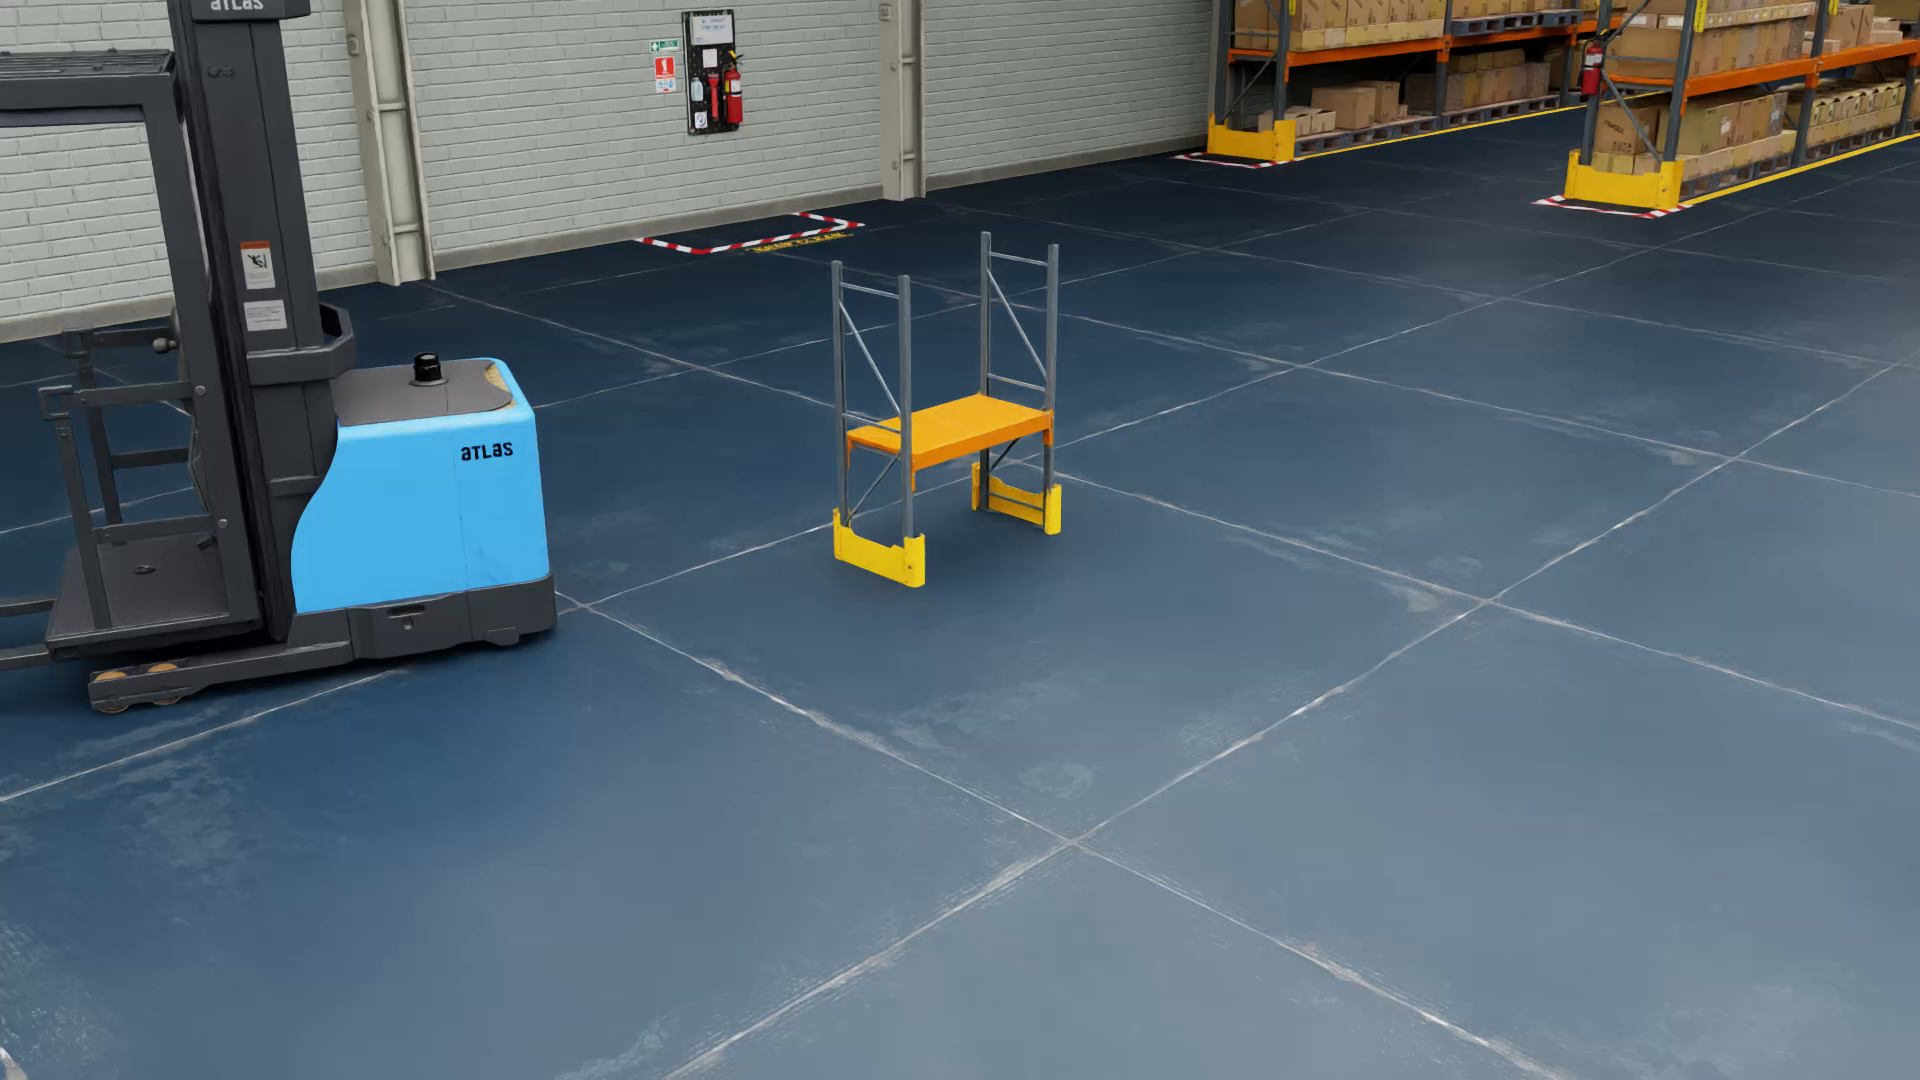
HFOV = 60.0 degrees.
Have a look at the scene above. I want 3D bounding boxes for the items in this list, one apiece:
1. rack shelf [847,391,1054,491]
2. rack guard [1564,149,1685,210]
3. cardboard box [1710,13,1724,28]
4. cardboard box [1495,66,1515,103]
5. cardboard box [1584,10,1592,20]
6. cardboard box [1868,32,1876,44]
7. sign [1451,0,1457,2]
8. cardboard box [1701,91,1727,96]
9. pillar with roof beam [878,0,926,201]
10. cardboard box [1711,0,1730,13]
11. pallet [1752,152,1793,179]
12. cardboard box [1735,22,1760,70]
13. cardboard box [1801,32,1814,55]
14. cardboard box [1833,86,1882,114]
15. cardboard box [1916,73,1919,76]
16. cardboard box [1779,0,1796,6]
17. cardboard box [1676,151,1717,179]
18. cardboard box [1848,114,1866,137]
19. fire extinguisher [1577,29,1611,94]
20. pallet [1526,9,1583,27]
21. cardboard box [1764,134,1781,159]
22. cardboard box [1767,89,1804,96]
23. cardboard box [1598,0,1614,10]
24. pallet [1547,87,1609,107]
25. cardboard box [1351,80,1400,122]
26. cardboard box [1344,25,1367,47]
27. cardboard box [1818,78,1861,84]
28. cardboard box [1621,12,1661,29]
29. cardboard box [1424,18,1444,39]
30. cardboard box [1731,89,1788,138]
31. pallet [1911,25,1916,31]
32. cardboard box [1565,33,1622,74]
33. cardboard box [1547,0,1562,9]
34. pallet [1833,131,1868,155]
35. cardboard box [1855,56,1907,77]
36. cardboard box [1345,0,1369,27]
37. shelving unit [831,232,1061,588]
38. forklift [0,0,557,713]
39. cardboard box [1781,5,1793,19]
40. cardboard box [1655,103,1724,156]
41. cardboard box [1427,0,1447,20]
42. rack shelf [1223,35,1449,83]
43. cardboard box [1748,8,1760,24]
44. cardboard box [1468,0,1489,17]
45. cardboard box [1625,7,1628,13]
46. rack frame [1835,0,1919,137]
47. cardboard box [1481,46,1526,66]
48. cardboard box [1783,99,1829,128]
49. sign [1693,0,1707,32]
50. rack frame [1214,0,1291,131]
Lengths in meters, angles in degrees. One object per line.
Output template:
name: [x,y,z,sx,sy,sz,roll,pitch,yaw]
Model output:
rack shelf: [-0.060,-0.510,8.313,0.538,0.185,1.000,19,28,41]
rack guard: [7.227,-3.938,18.125,1.175,0.500,0.348,19,28,41]
cardboard box: [8.029,-5.640,18.024,0.380,0.149,0.250,19,28,41]
cardboard box: [8.039,-7.009,25.500,0.700,0.500,0.500,19,28,40]
cardboard box: [9.850,-8.388,26.539,0.250,0.149,0.380,-20,29,-41]
cardboard box: [11.975,-6.709,22.198,0.250,0.149,0.380,-18,27,-38]
sign: [6.876,-7.649,23.087,0.100,0.325,0.005,19,28,41]
cardboard box: [8.789,-5.104,19.876,0.500,0.500,0.500,19,28,41]
pillar with roof beam: [2.459,-6.927,14.054,9.100,9.000,0.400,19,28,41]
cardboard box: [7.978,-6.031,18.136,0.700,0.500,0.500,18,28,39]
pallet: [9.449,-4.644,20.363,1.003,0.211,1.213,19,28,41]
cardboard box: [8.656,-5.674,19.015,0.500,0.500,0.700,-19,28,-40]
cardboard box: [10.346,-6.207,20.752,0.500,0.250,0.500,-18,27,-39]
cardboard box: [11.923,-5.882,22.162,0.500,0.311,0.500,19,28,40]
cardboard box: [14.061,-6.516,24.216,0.500,0.500,0.500,19,28,40]
cardboard box: [9.377,-6.546,19.477,0.700,0.500,0.500,19,28,41]
cardboard box: [8.123,-4.236,18.661,0.500,0.250,0.500,19,28,41]
cardboard box: [11.565,-5.489,21.922,0.500,0.250,0.500,-20,28,-41]
fire extinguisher: [6.828,-5.161,17.929,0.296,0.674,0.183,19,28,41]
pallet: [8.852,-8.107,25.754,1.213,0.211,1.003,19,28,41]
cardboard box: [9.511,-4.752,20.005,0.500,0.250,0.500,19,28,41]
cardboard box: [10.819,-5.753,21.826,0.500,0.311,0.500,19,28,40]
cardboard box: [10.167,-8.795,26.693,0.500,0.500,0.500,-19,28,-40]
pallet: [9.877,-7.289,27.244,1.003,0.211,1.213,19,28,41]
cardboard box: [5.787,-6.140,23.240,0.500,0.500,0.500,17,27,37]
cardboard box: [4.971,-6.602,21.752,0.500,0.250,0.500,19,28,40]
cardboard box: [12.249,-6.281,23.201,0.500,0.311,0.500,-19,28,-40]
cardboard box: [7.374,-5.607,17.937,0.380,0.149,0.250,19,28,40]
cardboard box: [6.369,-7.120,23.100,0.500,0.250,0.500,19,28,41]
cardboard box: [9.510,-5.103,19.871,0.500,0.500,0.500,19,28,41]
pallet: [14.178,-7.579,24.380,1.003,0.211,1.213,19,28,41]
cardboard box: [10.495,-7.979,27.564,0.750,0.750,0.750,19,28,40]
cardboard box: [8.952,-8.535,25.848,0.700,0.500,0.500,15,26,35]
pallet: [11.371,-5.352,22.206,1.003,0.211,1.213,19,28,41]
cardboard box: [13.345,-6.871,24.096,0.500,0.250,0.500,-19,28,-40]
cardboard box: [4.957,-6.943,21.593,0.500,0.500,0.500,18,27,39]
shelving unit: [-0.053,-0.680,8.255,0.587,1.500,1.083,19,28,41]
forklift: [-3.366,-0.880,6.779,3.031,2.935,1.130,-8,23,-20]
cardboard box: [9.460,-6.167,19.394,0.380,0.149,0.250,19,28,41]
cardboard box: [8.124,-4.585,18.525,0.500,0.500,0.500,19,28,41]
cardboard box: [6.374,-7.469,22.962,0.500,0.500,0.500,19,28,41]
rack shelf: [5.087,-6.529,22.382,1.077,0.370,4.000,19,28,41]
cardboard box: [8.744,-5.903,18.707,0.380,0.149,0.250,20,28,41]
cardboard box: [7.257,-7.895,24.181,0.500,0.500,0.700,-17,27,-37]
cardboard box: [10.919,-8.788,27.580,0.250,0.149,0.380,-19,28,-40]
rack frame: [12.824,-7.168,23.042,1.000,3.000,0.127,19,28,41]
cardboard box: [8.365,-7.466,25.645,0.500,0.250,0.500,-20,28,-41]
cardboard box: [10.501,-5.358,20.799,0.500,0.311,0.500,19,28,41]
sign: [7.637,-5.412,17.157,0.100,0.325,0.005,19,28,41]
rack frame: [3.692,-6.350,20.915,1.000,3.000,0.127,19,28,41]
